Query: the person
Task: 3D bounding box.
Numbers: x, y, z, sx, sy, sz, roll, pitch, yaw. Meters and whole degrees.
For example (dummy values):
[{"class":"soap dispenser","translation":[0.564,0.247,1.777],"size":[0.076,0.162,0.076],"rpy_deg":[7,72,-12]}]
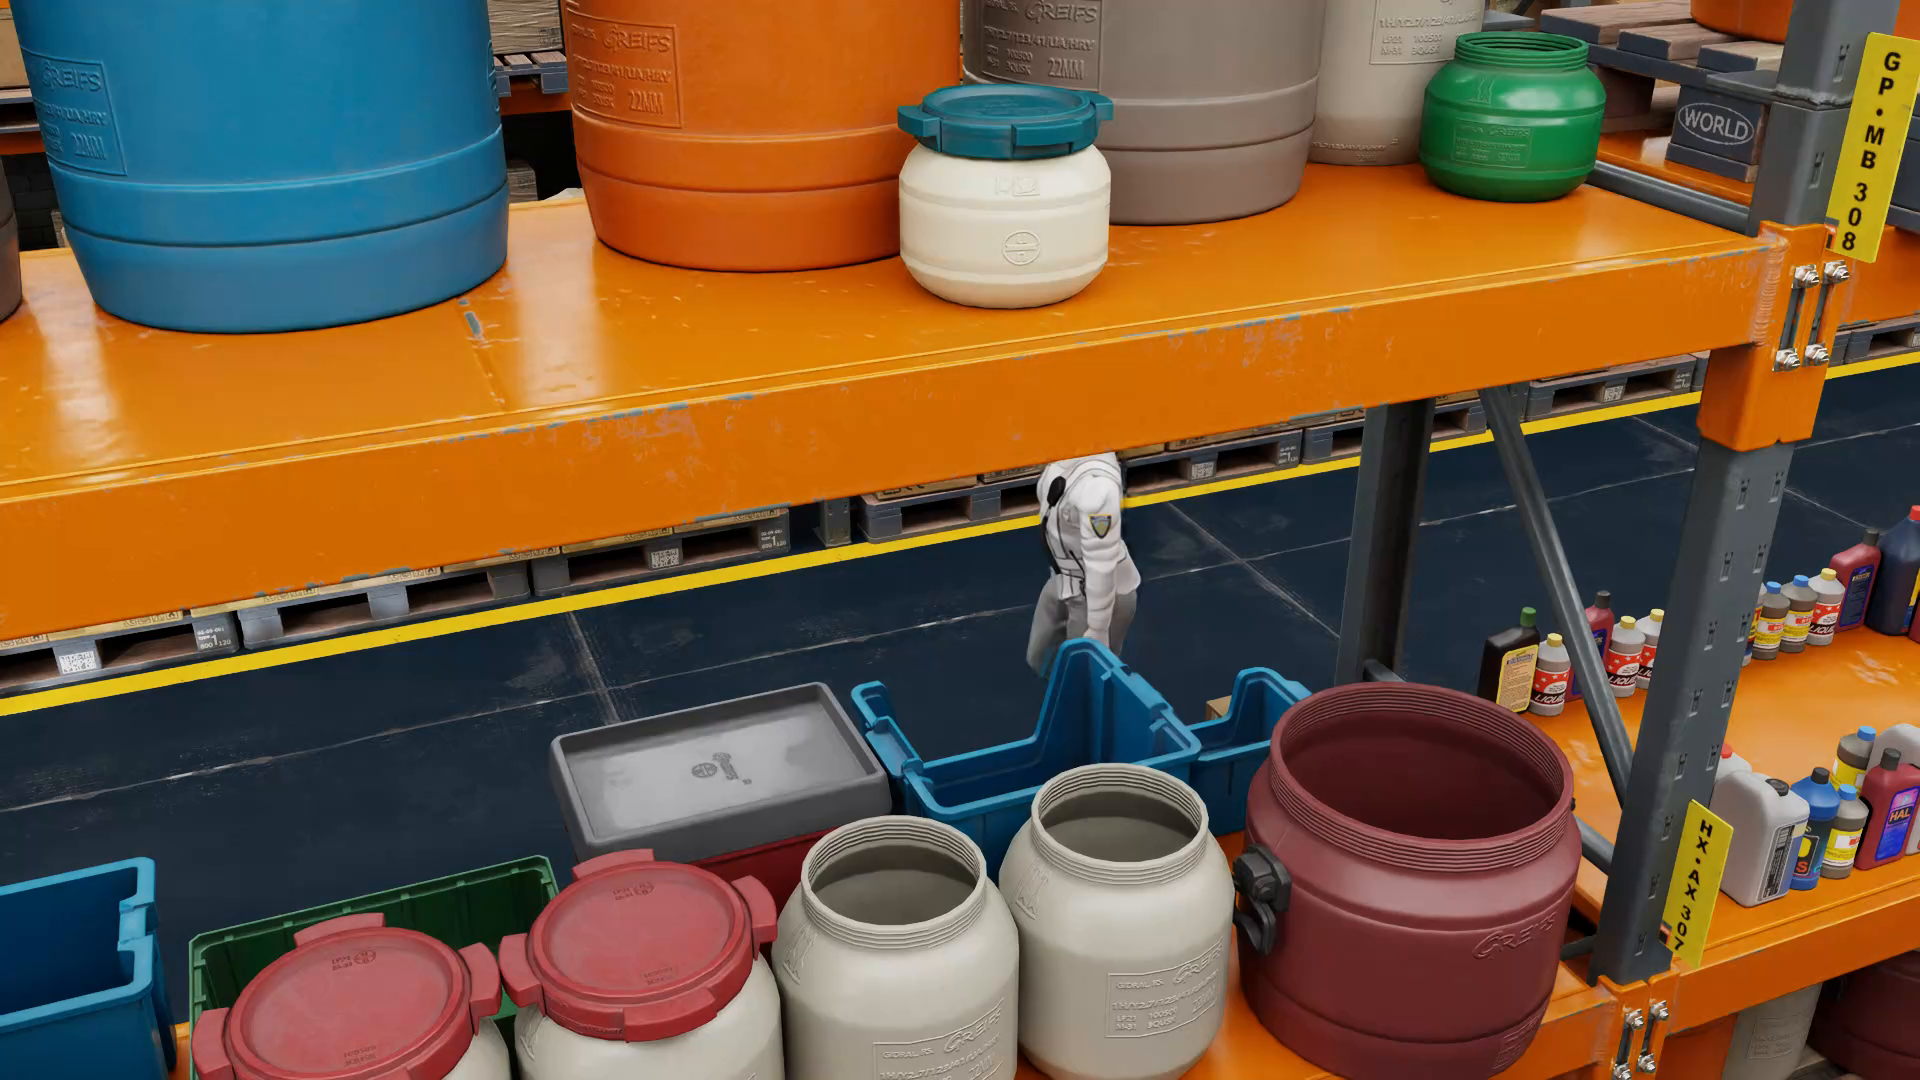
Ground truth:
[{"class":"person","translation":[0.472,0.180,5.700],"size":[0.459,1.668,0.524],"rpy_deg":[-3,26,-7]}]
